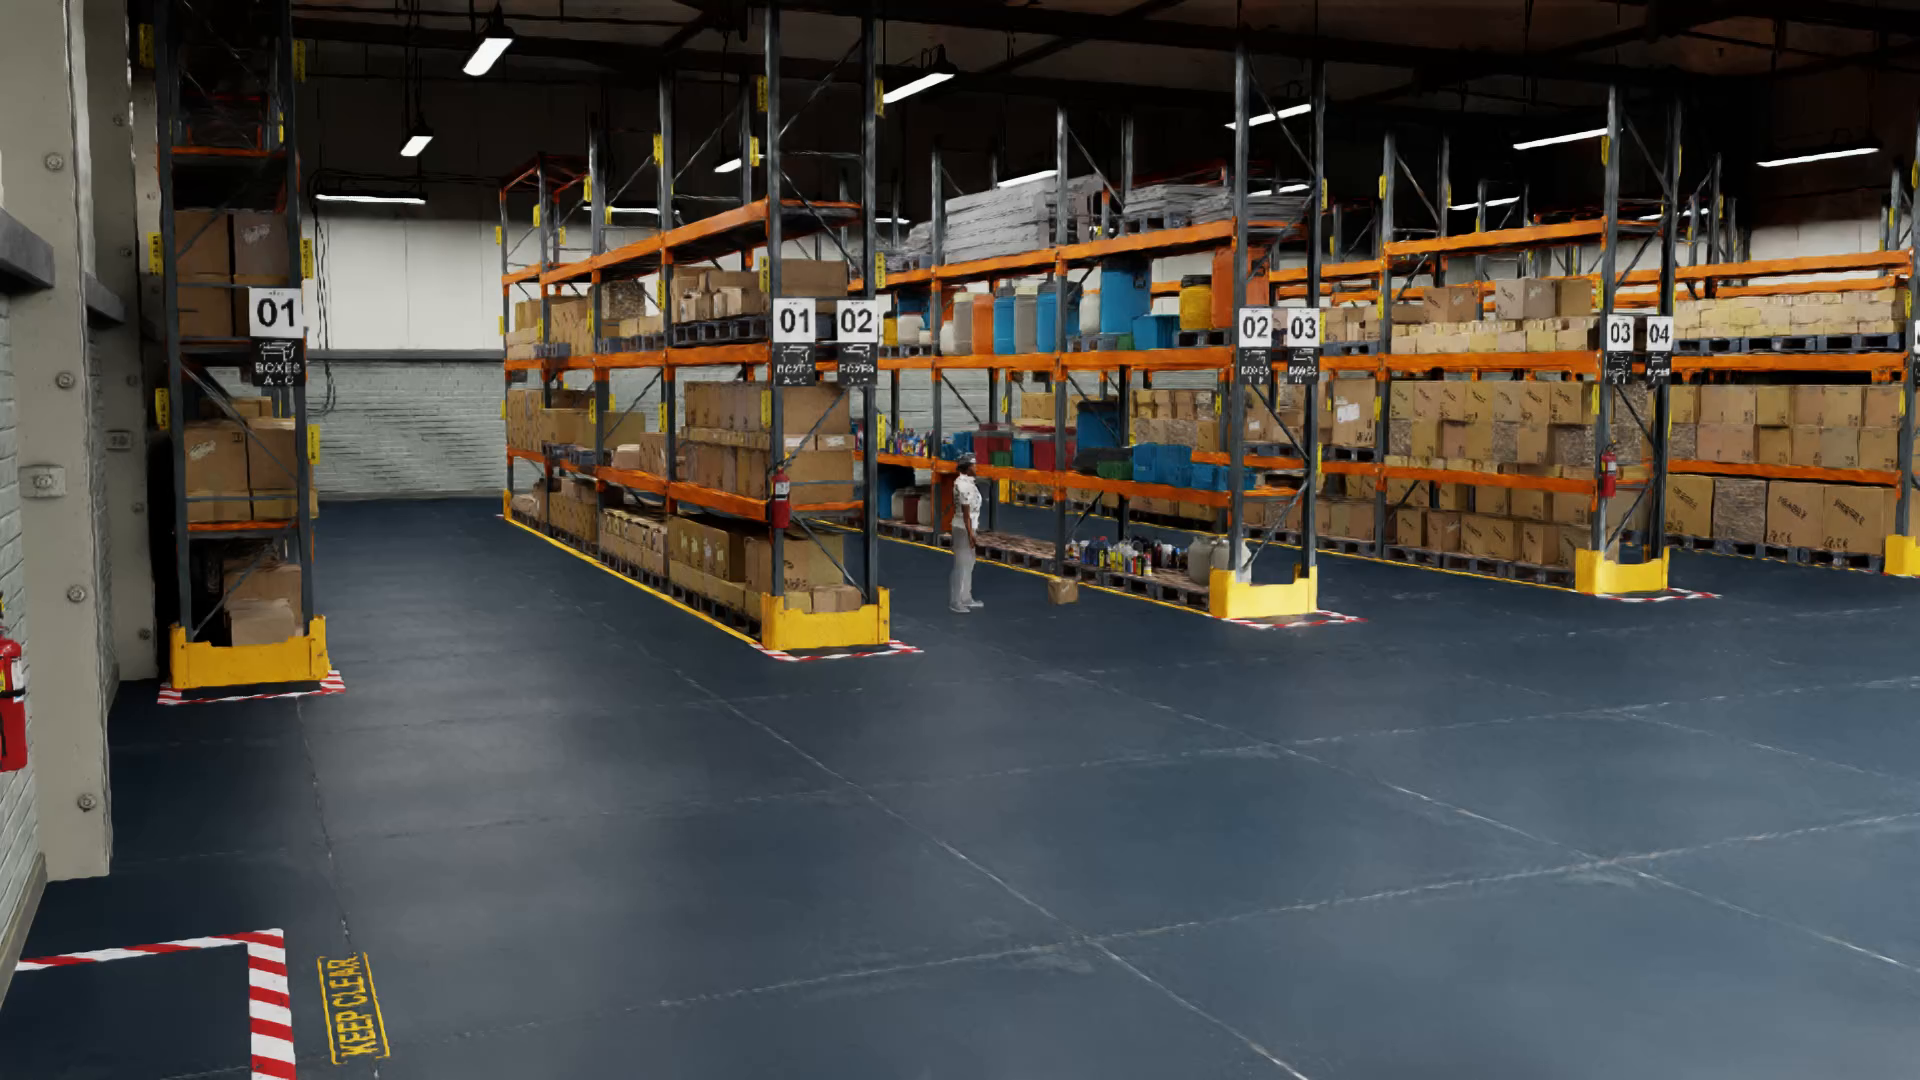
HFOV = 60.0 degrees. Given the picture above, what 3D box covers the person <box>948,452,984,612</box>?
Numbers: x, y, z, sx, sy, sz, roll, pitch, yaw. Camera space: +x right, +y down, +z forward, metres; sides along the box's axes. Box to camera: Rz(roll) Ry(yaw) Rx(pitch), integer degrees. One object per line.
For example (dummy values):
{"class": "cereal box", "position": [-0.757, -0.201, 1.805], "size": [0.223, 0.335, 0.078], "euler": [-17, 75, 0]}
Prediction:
{"class": "person", "position": [0.064, -0.098, 17.710], "size": [0.369, 1.682, 0.577], "euler": [0, 6, 2]}
